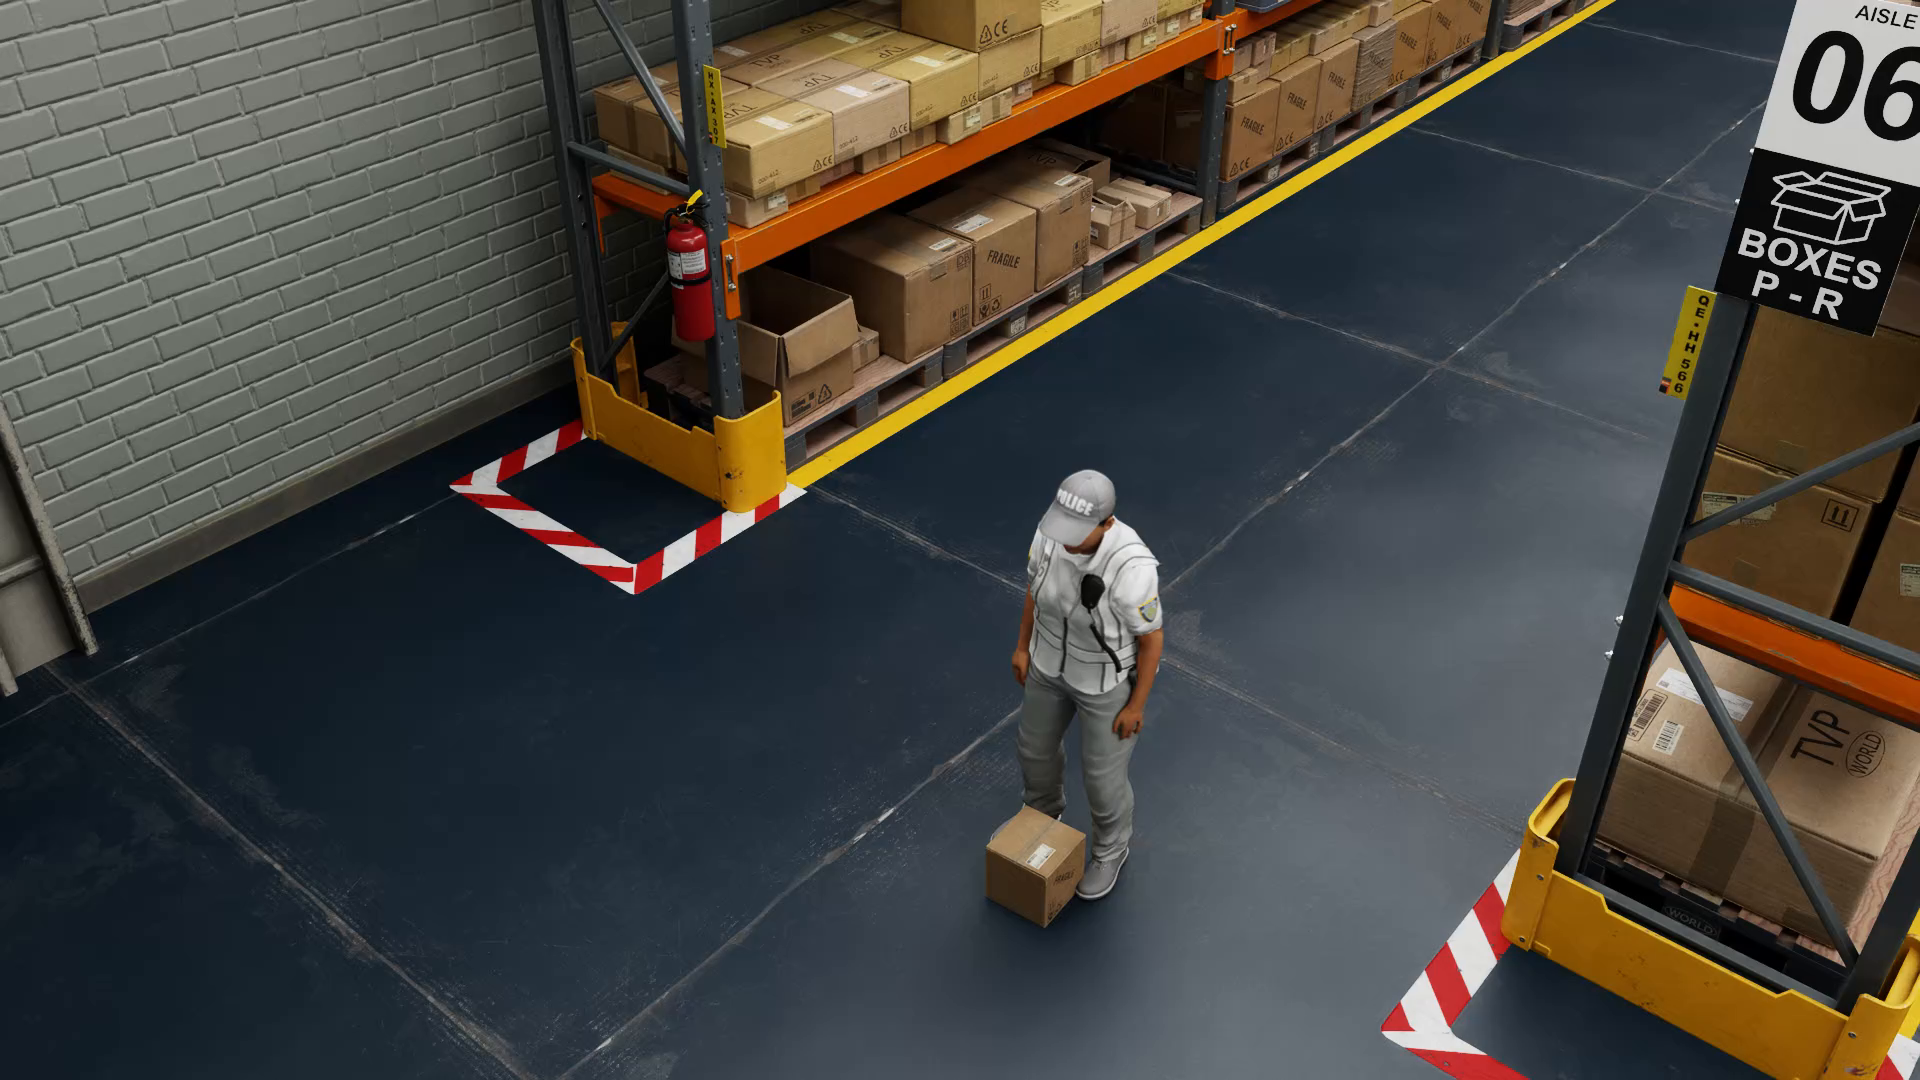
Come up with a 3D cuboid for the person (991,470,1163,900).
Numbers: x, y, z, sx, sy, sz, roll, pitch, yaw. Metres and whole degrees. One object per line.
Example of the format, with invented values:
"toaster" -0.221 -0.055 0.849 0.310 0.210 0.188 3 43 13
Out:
"person" 0.396 0.453 5.498 0.539 1.667 0.466 26 43 32
